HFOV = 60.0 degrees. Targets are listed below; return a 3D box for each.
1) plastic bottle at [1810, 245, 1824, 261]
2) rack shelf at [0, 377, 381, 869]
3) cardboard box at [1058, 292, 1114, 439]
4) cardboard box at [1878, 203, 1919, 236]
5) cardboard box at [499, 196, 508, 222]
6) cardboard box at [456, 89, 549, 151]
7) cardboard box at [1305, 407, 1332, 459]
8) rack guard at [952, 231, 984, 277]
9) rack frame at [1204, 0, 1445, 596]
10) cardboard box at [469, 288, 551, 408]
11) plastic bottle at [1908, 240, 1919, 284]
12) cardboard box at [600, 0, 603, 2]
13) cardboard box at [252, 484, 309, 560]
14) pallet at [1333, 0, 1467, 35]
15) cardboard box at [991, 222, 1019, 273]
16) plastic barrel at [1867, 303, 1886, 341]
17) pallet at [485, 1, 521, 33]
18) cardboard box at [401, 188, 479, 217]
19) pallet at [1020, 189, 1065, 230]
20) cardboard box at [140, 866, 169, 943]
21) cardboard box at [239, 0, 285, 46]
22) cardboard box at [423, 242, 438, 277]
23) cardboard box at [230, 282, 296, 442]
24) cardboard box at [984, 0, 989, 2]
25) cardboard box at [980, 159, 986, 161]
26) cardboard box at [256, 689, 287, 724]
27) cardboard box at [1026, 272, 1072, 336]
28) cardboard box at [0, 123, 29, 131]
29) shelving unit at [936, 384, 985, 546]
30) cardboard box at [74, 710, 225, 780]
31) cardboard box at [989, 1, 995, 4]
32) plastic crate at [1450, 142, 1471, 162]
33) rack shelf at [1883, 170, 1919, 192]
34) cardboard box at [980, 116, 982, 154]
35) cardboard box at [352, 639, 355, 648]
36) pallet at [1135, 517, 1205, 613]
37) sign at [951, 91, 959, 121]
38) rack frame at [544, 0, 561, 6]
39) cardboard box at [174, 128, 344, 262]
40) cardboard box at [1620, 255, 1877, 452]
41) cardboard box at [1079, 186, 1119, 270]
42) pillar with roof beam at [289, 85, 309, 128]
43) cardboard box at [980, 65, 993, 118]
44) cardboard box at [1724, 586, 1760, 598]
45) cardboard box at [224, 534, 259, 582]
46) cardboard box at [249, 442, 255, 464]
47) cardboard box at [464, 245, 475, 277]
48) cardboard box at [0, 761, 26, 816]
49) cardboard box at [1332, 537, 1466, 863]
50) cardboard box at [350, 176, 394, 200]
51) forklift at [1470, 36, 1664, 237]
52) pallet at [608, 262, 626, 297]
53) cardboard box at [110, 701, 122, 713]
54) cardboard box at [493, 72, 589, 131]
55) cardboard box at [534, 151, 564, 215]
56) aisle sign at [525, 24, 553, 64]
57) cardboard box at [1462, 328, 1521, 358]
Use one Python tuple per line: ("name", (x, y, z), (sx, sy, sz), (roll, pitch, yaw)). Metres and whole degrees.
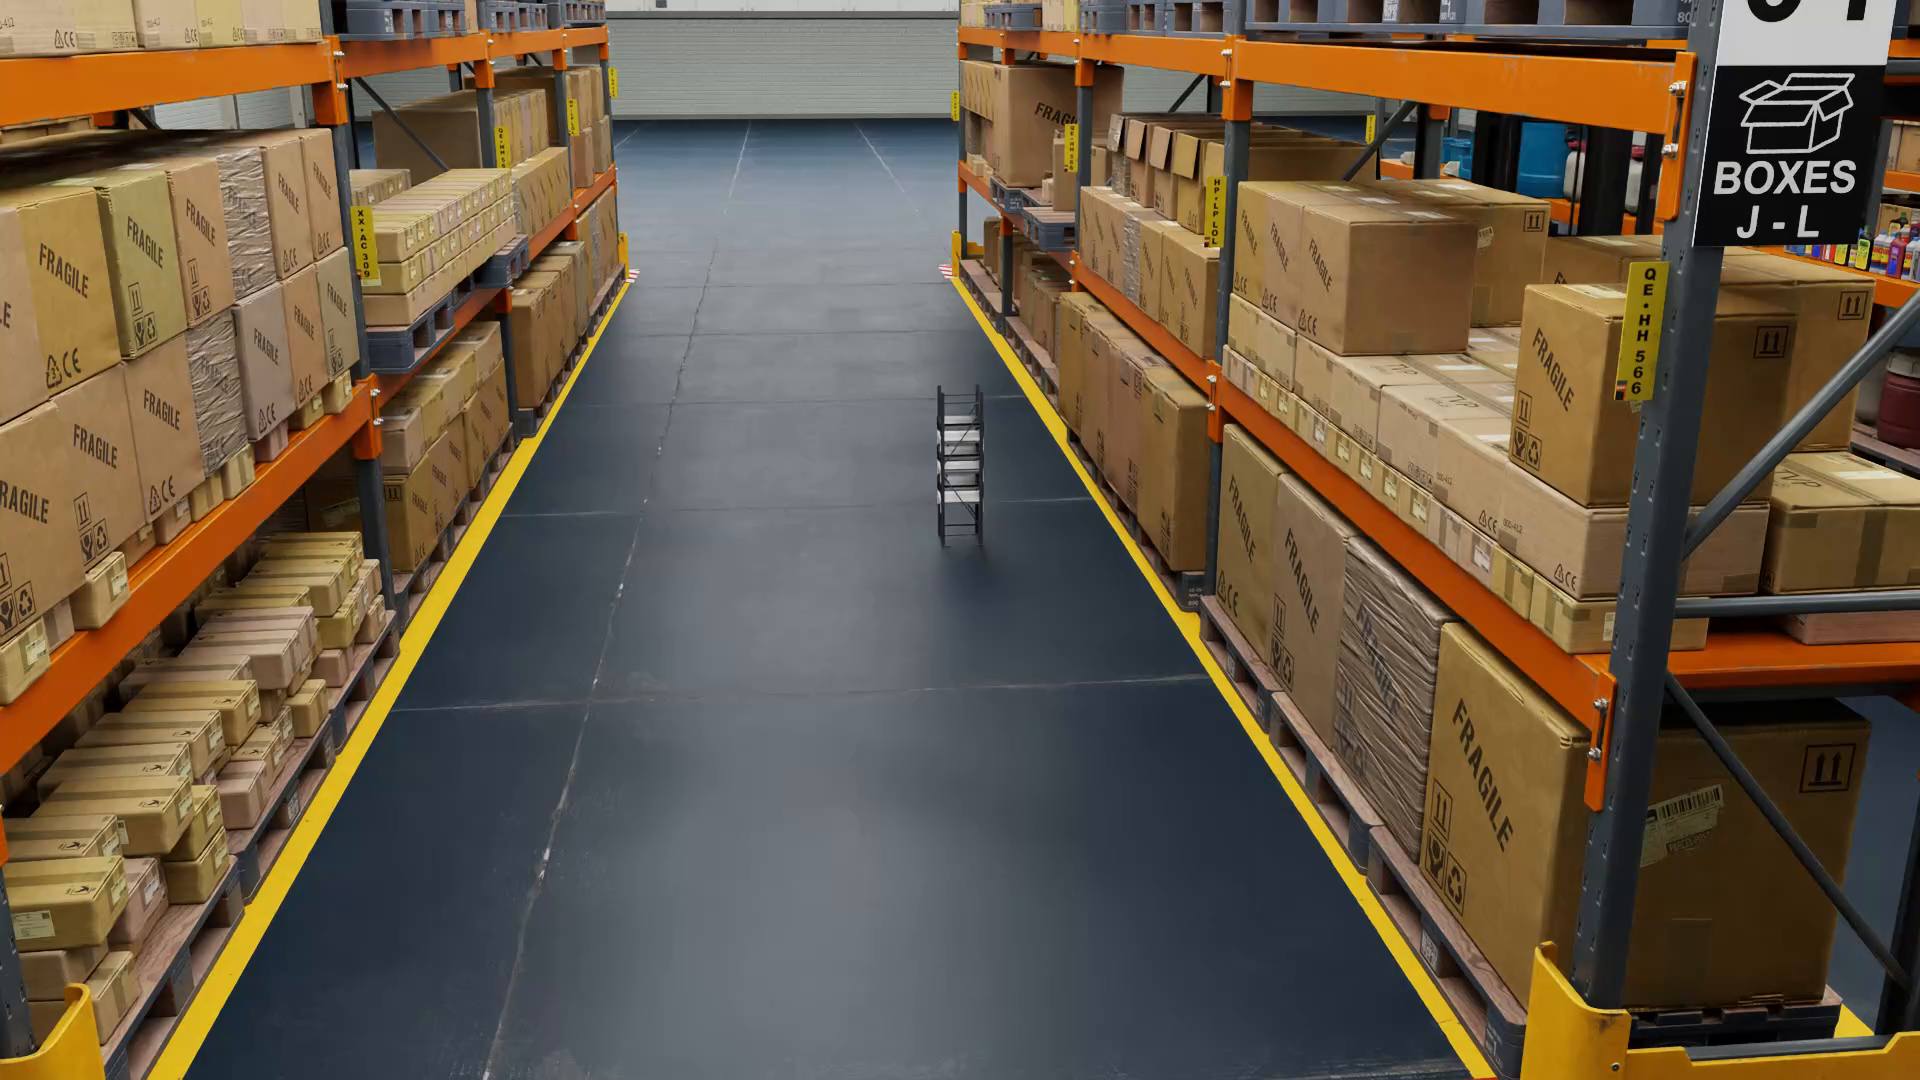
("plastic bottle", (5.951, -2.076, 11.476), (0.061, 0.283, 0.133), (-2, 18, -6))
("rack shelf", (-3.012, 0.037, 5.752), (1.077, 0.370, 4.000), (-2, 18, -6))
("cardboard box", (1.364, -1.197, 11.329), (1.225, 0.875, 0.875), (-3, 18, -8))
("cardboard box", (10.394, -3.389, 18.103), (0.500, 0.500, 0.500), (-2, 18, -6))
("cardboard box", (-3.098, -2.104, 10.591), (0.380, 0.149, 0.250), (-1, 17, -4))
("cardboard box", (-3.986, -3.662, 14.499), (0.700, 0.500, 0.500), (-2, 18, -7))
("cardboard box", (1.560, -0.421, 6.429), (0.380, 0.149, 0.250), (-2, 17, -5))
("rack guard", (0.496, -3.385, 19.625), (1.175, 0.500, 0.348), (-2, 18, -6))
("rack frame", (1.726, -1.025, 7.934), (1.000, 3.000, 0.127), (-2, 18, -6))
("cardboard box", (-3.604, -1.405, 12.199), (1.050, 0.750, 0.750), (-2, 18, -6))
("plastic bottle", (6.106, -1.759, 10.478), (0.152, 0.276, 0.135), (-2, 18, -6))
("cardboard box", (-4.059, -5.873, 17.919), (0.380, 0.149, 0.250), (-2, 18, -5))
("cardboard box", (-3.545, -0.122, 8.531), (0.500, 0.500, 0.500), (-2, 18, -7))
("pallet", (1.922, -1.807, 5.566), (1.003, 0.211, 1.213), (-2, 18, -6))
("cardboard box", (0.632, -3.244, 18.476), (0.500, 0.500, 0.500), (3, 18, 9))
("plastic barrel", (6.307, -1.390, 12.017), (0.600, 0.830, 0.708), (-2, 18, -6))
("pallet", (-3.750, -3.625, 11.523), (1.213, 0.211, 1.003), (-1, 17, -3))
("cardboard box", (-2.993, -1.941, 9.576), (0.380, 0.149, 0.250), (-1, 17, -3))
("pallet", (1.068, -2.714, 13.634), (1.003, 0.211, 1.213), (-2, 18, -6))
("cardboard box", (-2.682, 1.134, 5.114), (0.380, 0.149, 0.250), (-2, 17, -5))
("cardboard box", (-2.859, -1.975, 6.201), (0.500, 0.250, 0.500), (-2, 18, -6))
("cardboard box", (-2.857, -1.410, 8.382), (0.380, 0.149, 0.250), (-1, 17, -4))
("cardboard box", (-2.785, -0.653, 6.086), (0.500, 0.500, 0.500), (-2, 18, -6))
("cardboard box", (0.439, -5.439, 16.570), (0.380, 0.149, 0.250), (-1, 17, -3))
("cardboard box", (0.416, -4.016, 17.880), (0.380, 0.149, 0.250), (-2, 18, -6))
("cardboard box", (-2.802, 0.593, 6.342), (0.380, 0.149, 0.250), (-3, 18, -8))
("cardboard box", (0.973, -2.100, 14.796), (0.700, 0.500, 0.500), (-2, 18, -6))
("cardboard box", (-8.786, -3.907, 14.781), (0.700, 0.500, 0.500), (-2, 18, -6))
("shelving unit", (0.001, -0.427, 9.535), (0.258, 0.900, 0.210), (-2, 18, -6))
("cardboard box", (-2.695, 0.687, 5.545), (0.380, 0.149, 0.250), (-1, 17, -3))
("cardboard box", (0.550, -5.052, 16.003), (0.500, 0.250, 0.500), (-1, 17, -4))
("plastic crate", (5.825, -4.349, 18.770), (0.499, 0.251, 0.408), (-2, 18, -6))
("rack shelf", (10.548, -3.966, 18.503), (1.077, 0.370, 4.000), (-2, 18, -6))
("cardboard box", (0.688, -4.480, 18.275), (0.875, 0.500, 0.500), (-2, 18, -6))
("cardboard box", (-2.895, 0.444, 7.313), (0.380, 0.149, 0.250), (-1, 17, -4))
("pallet", (1.571, 0.078, 9.077), (1.003, 0.211, 1.213), (-2, 18, -6))
("sign", (-0.052, -4.997, 19.139), (0.100, 0.325, 0.005), (-2, 18, -6))
("rack frame", (-4.043, -6.148, 14.236), (1.000, 3.000, 0.127), (-2, 18, -6))
("cardboard box", (-2.901, -1.437, 6.913), (0.500, 0.500, 0.500), (-2, 18, -8))
("cardboard box", (2.306, -0.562, 4.961), (0.500, 0.500, 0.500), (-2, 18, -7))
("cardboard box", (1.093, -2.111, 11.227), (0.500, 0.500, 0.500), (-1, 17, -4))
("pillar with roof beam", (-13.943, -15.838, 45.101), (9.100, 9.000, 0.400), (-2, 18, -6))
("cardboard box", (0.477, -4.499, 16.666), (0.500, 0.500, 0.500), (-2, 18, -6))
("cardboard box", (2.402, 0.094, 4.789), (0.380, 0.149, 0.250), (-2, 18, -6))
("cardboard box", (-3.389, 0.083, 7.470), (0.380, 0.149, 0.250), (-1, 17, -3))
("cardboard box", (-2.820, -0.314, 6.090), (0.380, 0.149, 0.250), (-2, 18, -6))
("cardboard box", (-2.964, -1.578, 9.414), (0.380, 0.149, 0.250), (-3, 18, -8))
("cardboard box", (-3.198, 0.787, 5.228), (0.380, 0.149, 0.250), (-2, 18, -8))
("cardboard box", (1.899, 0.521, 5.857), (0.875, 0.875, 0.875), (-2, 18, -6))
("cardboard box", (-3.724, -2.161, 10.278), (0.380, 0.149, 0.250), (-2, 18, -6))
("forklift", (3.935, -1.822, 10.588), (1.130, 2.935, 3.031), (17, 24, 42))
("pallet", (-4.296, -2.911, 18.597), (1.003, 0.211, 1.213), (-2, 18, -6))
("cardboard box", (-3.330, 0.618, 6.262), (0.380, 0.149, 0.250), (-2, 18, -6))
("cardboard box", (-4.138, -4.309, 16.340), (0.875, 0.550, 0.550), (-2, 18, -6))
("cardboard box", (-3.671, -3.035, 14.171), (0.500, 0.500, 0.500), (-2, 18, -6))
("aisle sign", (-4.762, -5.729, 18.579), (0.394, 0.787, 0.004), (-2, 18, -6))
("cardboard box", (2.141, -0.666, 6.544), (0.500, 0.250, 0.500), (-1, 17, -5))
